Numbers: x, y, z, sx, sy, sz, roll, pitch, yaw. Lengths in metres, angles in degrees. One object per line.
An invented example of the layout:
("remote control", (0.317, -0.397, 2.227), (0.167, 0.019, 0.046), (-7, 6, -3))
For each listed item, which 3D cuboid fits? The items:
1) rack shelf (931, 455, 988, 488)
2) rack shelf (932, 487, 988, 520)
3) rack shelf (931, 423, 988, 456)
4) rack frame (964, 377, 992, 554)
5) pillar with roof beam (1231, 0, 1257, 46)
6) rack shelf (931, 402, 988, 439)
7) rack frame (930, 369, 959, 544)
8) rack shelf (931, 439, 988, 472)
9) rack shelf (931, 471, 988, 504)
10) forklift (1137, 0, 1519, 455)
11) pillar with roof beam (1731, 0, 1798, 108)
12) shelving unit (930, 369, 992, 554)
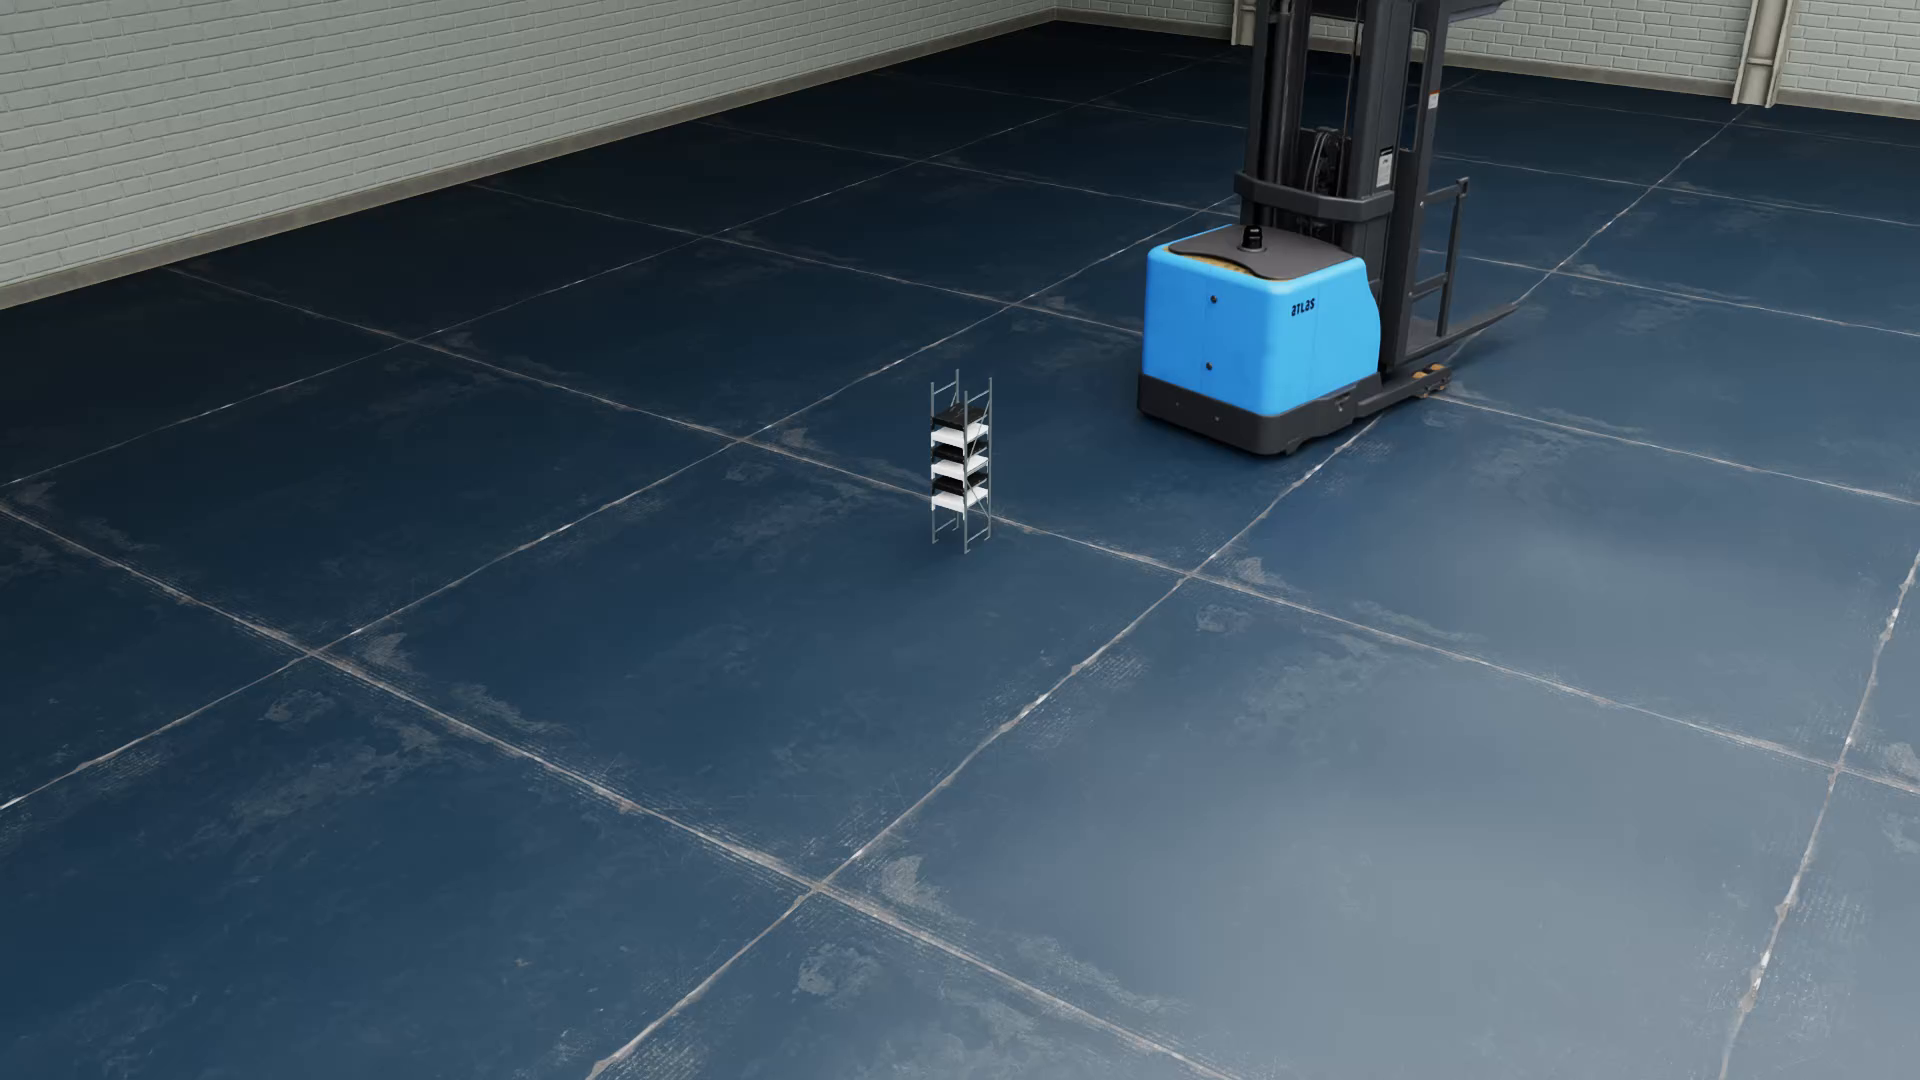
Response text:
("rack shelf", (0.007, -0.369, 8.557), (0.200, 0.077, 0.258), (17, 32, 30))
("rack shelf", (0.007, -0.209, 8.639), (0.200, 0.077, 0.258), (17, 32, 30))
("rack shelf", (0.007, -0.530, 8.475), (0.200, 0.077, 0.258), (17, 32, 30))
("rack frame", (0.090, -0.373, 8.490), (0.006, 0.900, 0.240), (17, 32, 30))
("pillar with roof beam", (1.246, -8.694, 15.911), (0.400, 9.000, 9.100), (17, 32, 30))
("rack shelf", (0.007, -0.610, 8.434), (0.200, 0.077, 0.258), (17, 32, 30))
("rack frame", (-0.077, -0.425, 8.593), (0.006, 0.900, 0.240), (17, 32, 30))
("rack shelf", (0.007, -0.449, 8.516), (0.200, 0.077, 0.258), (17, 32, 30))
("rack shelf", (0.007, -0.289, 8.598), (0.200, 0.077, 0.258), (17, 32, 30))
("forklift", (2.503, -2.354, 10.143), (3.031, 2.935, 1.130), (-23, 35, -38))
("pillar with roof beam", (6.191, -7.153, 12.884), (0.400, 9.000, 9.100), (17, 32, 30))
("shelving unit", (0.007, -0.399, 8.542), (0.210, 0.900, 0.258), (17, 32, 30))
